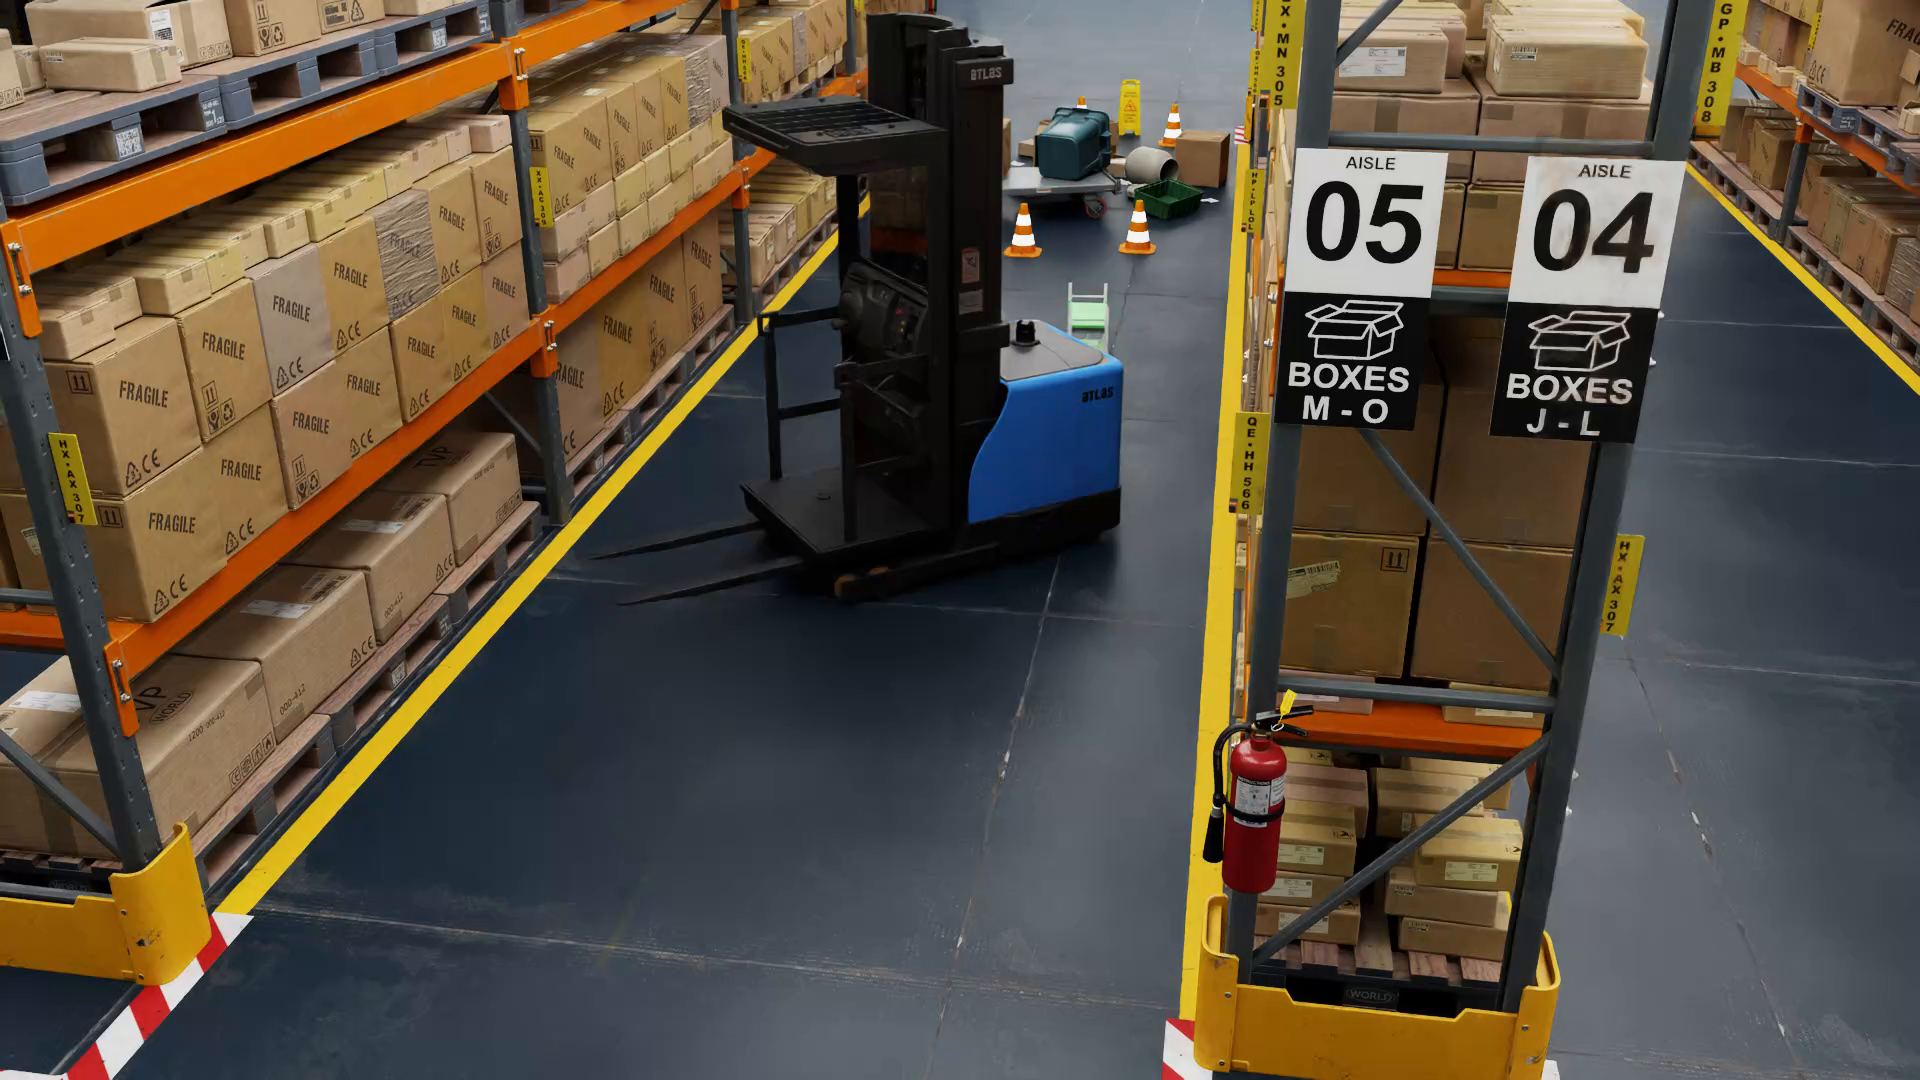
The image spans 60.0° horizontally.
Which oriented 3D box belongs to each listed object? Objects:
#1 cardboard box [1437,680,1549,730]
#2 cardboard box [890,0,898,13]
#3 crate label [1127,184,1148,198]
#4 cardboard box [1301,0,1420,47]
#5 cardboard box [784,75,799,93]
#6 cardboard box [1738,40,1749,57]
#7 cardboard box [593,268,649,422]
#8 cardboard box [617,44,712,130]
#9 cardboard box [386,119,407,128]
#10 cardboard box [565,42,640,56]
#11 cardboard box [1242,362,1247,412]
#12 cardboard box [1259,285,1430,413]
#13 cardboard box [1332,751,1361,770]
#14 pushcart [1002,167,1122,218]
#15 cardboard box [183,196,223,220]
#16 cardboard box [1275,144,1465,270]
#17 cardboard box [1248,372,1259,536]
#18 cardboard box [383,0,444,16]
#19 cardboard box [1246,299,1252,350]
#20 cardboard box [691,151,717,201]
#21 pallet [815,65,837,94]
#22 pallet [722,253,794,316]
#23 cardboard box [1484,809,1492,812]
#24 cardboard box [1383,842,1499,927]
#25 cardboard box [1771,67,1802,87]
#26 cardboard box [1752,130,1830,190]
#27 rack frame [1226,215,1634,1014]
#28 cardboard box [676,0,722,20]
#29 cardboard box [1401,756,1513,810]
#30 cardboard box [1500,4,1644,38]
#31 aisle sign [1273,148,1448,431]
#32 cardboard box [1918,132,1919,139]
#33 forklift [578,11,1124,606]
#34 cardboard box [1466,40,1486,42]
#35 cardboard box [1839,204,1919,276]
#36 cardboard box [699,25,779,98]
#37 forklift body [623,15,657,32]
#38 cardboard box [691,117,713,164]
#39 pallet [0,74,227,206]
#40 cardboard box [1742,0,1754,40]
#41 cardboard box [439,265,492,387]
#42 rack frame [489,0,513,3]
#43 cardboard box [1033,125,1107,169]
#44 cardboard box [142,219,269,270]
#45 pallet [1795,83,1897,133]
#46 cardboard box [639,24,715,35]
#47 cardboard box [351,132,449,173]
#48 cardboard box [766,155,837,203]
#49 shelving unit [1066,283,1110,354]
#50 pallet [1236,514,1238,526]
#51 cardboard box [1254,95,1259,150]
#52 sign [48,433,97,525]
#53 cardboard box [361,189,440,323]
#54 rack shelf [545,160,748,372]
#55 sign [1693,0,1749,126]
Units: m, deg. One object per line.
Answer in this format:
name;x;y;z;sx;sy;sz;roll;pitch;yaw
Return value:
cardboard box;1.782;0.488;5.465;0.380;0.149;0.250;4;25;8
cardboard box;-0.969;-5.810;18.156;0.500;0.500;0.500;4;25;9
crate label;1.896;-3.626;17.334;0.298;0.136;0.250;-14;29;-27
cardboard box;1.285;-1.691;5.404;0.380;0.149;0.250;4;25;9
cardboard box;-1.638;-4.031;14.625;0.380;0.149;0.250;5;26;10
cardboard box;8.432;-5.185;17.586;0.380;0.149;0.250;4;25;9
cardboard box;-2.678;-1.357;11.122;0.875;0.875;0.875;5;26;10
cardboard box;-2.089;-3.208;11.767;0.500;0.500;0.500;4;25;9
cardboard box;-3.148;-2.164;8.772;0.380;0.149;0.250;4;25;8
cardboard box;-2.580;-3.260;11.879;0.500;0.500;0.500;4;25;9
cardboard box;2.016;-0.785;10.342;0.500;0.500;0.500;3;25;7
cardboard box;1.318;-0.566;5.773;0.500;0.500;0.500;3;25;7
cardboard box;1.439;0.890;6.826;0.380;0.149;0.250;4;25;8
pushcart;0.725;-3.507;16.798;1.648;0.377;0.936;-5;25;-10
cardboard box;-3.417;-1.415;7.172;0.380;0.149;0.250;5;26;10
cardboard box;1.219;-1.012;5.012;0.500;0.250;0.500;3;25;7
cardboard box;1.388;-0.326;6.440;0.500;0.500;0.500;4;25;9
cardboard box;-2.672;-2.567;7.840;0.380;0.149;0.250;5;25;10
cardboard box;2.102;-1.348;10.661;0.500;0.250;0.500;3;25;6
cardboard box;-2.081;-2.647;12.044;0.500;0.250;0.500;4;25;9
pallet;-1.801;-4.436;15.914;1.003;0.211;1.213;4;25;9
pallet;-2.057;-2.223;14.250;1.003;0.211;1.213;4;25;9
cardboard box;1.953;1.073;6.788;0.380;0.149;0.250;4;25;9
cardboard box;1.745;1.252;6.053;0.380;0.149;0.250;5;26;11
cardboard box;8.070;-4.459;16.033;0.380;0.149;0.250;4;25;9
cardboard box;8.459;-3.873;16.940;0.500;0.500;0.500;2;25;4
rack frame;1.406;0.487;5.170;1.000;3.000;0.127;4;25;9
cardboard box;-2.197;-4.527;14.154;0.380;0.149;0.250;3;25;6
cardboard box;1.921;0.903;6.448;0.380;0.149;0.250;4;25;8
cardboard box;1.859;-1.544;5.088;0.380;0.149;0.250;4;25;8
aisle sign;1.098;-0.680;4.598;0.394;0.787;0.004;4;25;9
cardboard box;7.632;-3.177;12.386;0.700;0.500;0.500;8;26;16
forklift;-0.596;-1.232;8.925;3.031;2.935;1.130;-13;28;-26
cardboard box;1.913;-1.624;5.730;0.500;0.250;0.500;4;25;9
cardboard box;7.935;-2.525;14.036;0.700;0.500;0.500;2;25;4
cardboard box;-1.807;-3.920;13.622;0.500;0.500;0.500;5;26;11
forklift body;-4.287;-5.543;19.056;2.313;2.155;1.214;4;25;9
cardboard box;-2.095;-2.883;11.958;0.500;0.250;0.500;3;25;7
pallet;-3.383;-1.443;5.860;1.003;0.211;1.213;4;25;9
cardboard box;8.817;-5.553;17.606;0.875;0.500;0.500;4;25;9
cardboard box;-2.743;-1.104;8.453;0.500;0.500;0.500;3;25;7
rack frame;-2.840;-4.203;8.115;1.000;3.000;0.127;4;25;9
cardboard box;1.187;-4.134;17.828;0.797;0.637;0.503;4;25;9
cardboard box;-3.019;-1.175;6.659;0.380;0.149;0.250;4;25;9
pallet;7.975;-3.749;14.447;1.003;0.211;1.213;4;25;9
cardboard box;-2.313;-3.956;13.698;0.500;0.500;0.500;4;25;8
cardboard box;-2.777;-1.921;8.253;0.380;0.149;0.250;4;25;9
cardboard box;-1.616;-3.613;16.534;0.950;0.372;0.625;4;25;9
shelving unit;0.782;-0.947;10.358;0.258;1.200;0.503;1;25;3
pallet;2.186;-0.248;10.031;1.003;0.211;1.213;4;25;9
cardboard box;2.605;-3.319;13.185;0.500;0.500;0.500;4;25;9
sign;-2.947;-0.200;5.525;0.100;0.325;0.005;4;25;9
cardboard box;-2.810;-1.343;7.783;0.500;0.500;0.500;4;25;9
rack shelf;-2.513;-1.997;11.326;1.077;0.370;4.000;4;25;9
sign;1.941;-1.229;4.269;0.100;0.325;0.005;4;25;9
